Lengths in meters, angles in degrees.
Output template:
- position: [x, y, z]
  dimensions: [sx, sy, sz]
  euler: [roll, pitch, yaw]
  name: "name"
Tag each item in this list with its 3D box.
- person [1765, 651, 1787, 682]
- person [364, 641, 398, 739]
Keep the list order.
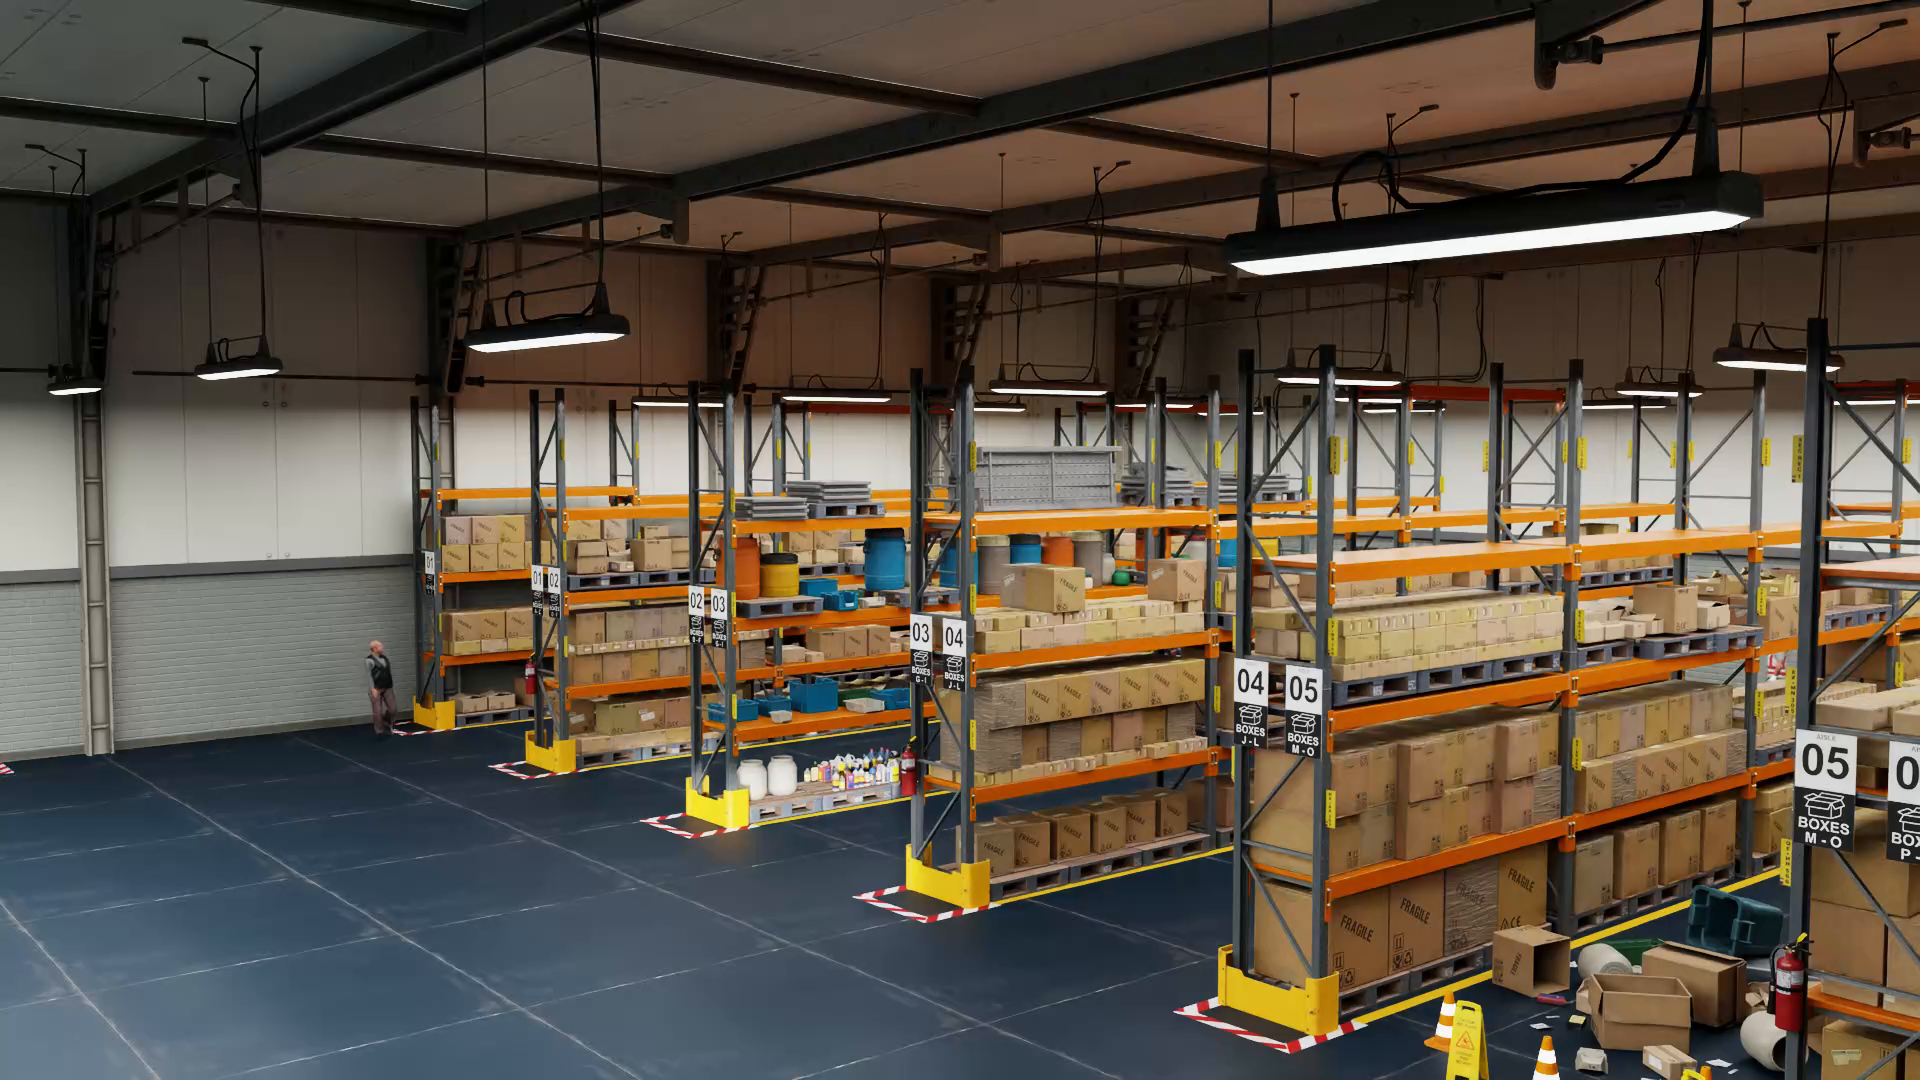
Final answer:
- position: [14.897, 2.499, 30.285]
  dimensions: [0.919, 1.770, 0.571]
  euler: [2, 4, 27]
  name: "person"
- position: [-10.038, 2.593, 28.764]
  dimensions: [0.511, 1.708, 0.519]
  euler: [-2, 4, -35]
  name: "person"
